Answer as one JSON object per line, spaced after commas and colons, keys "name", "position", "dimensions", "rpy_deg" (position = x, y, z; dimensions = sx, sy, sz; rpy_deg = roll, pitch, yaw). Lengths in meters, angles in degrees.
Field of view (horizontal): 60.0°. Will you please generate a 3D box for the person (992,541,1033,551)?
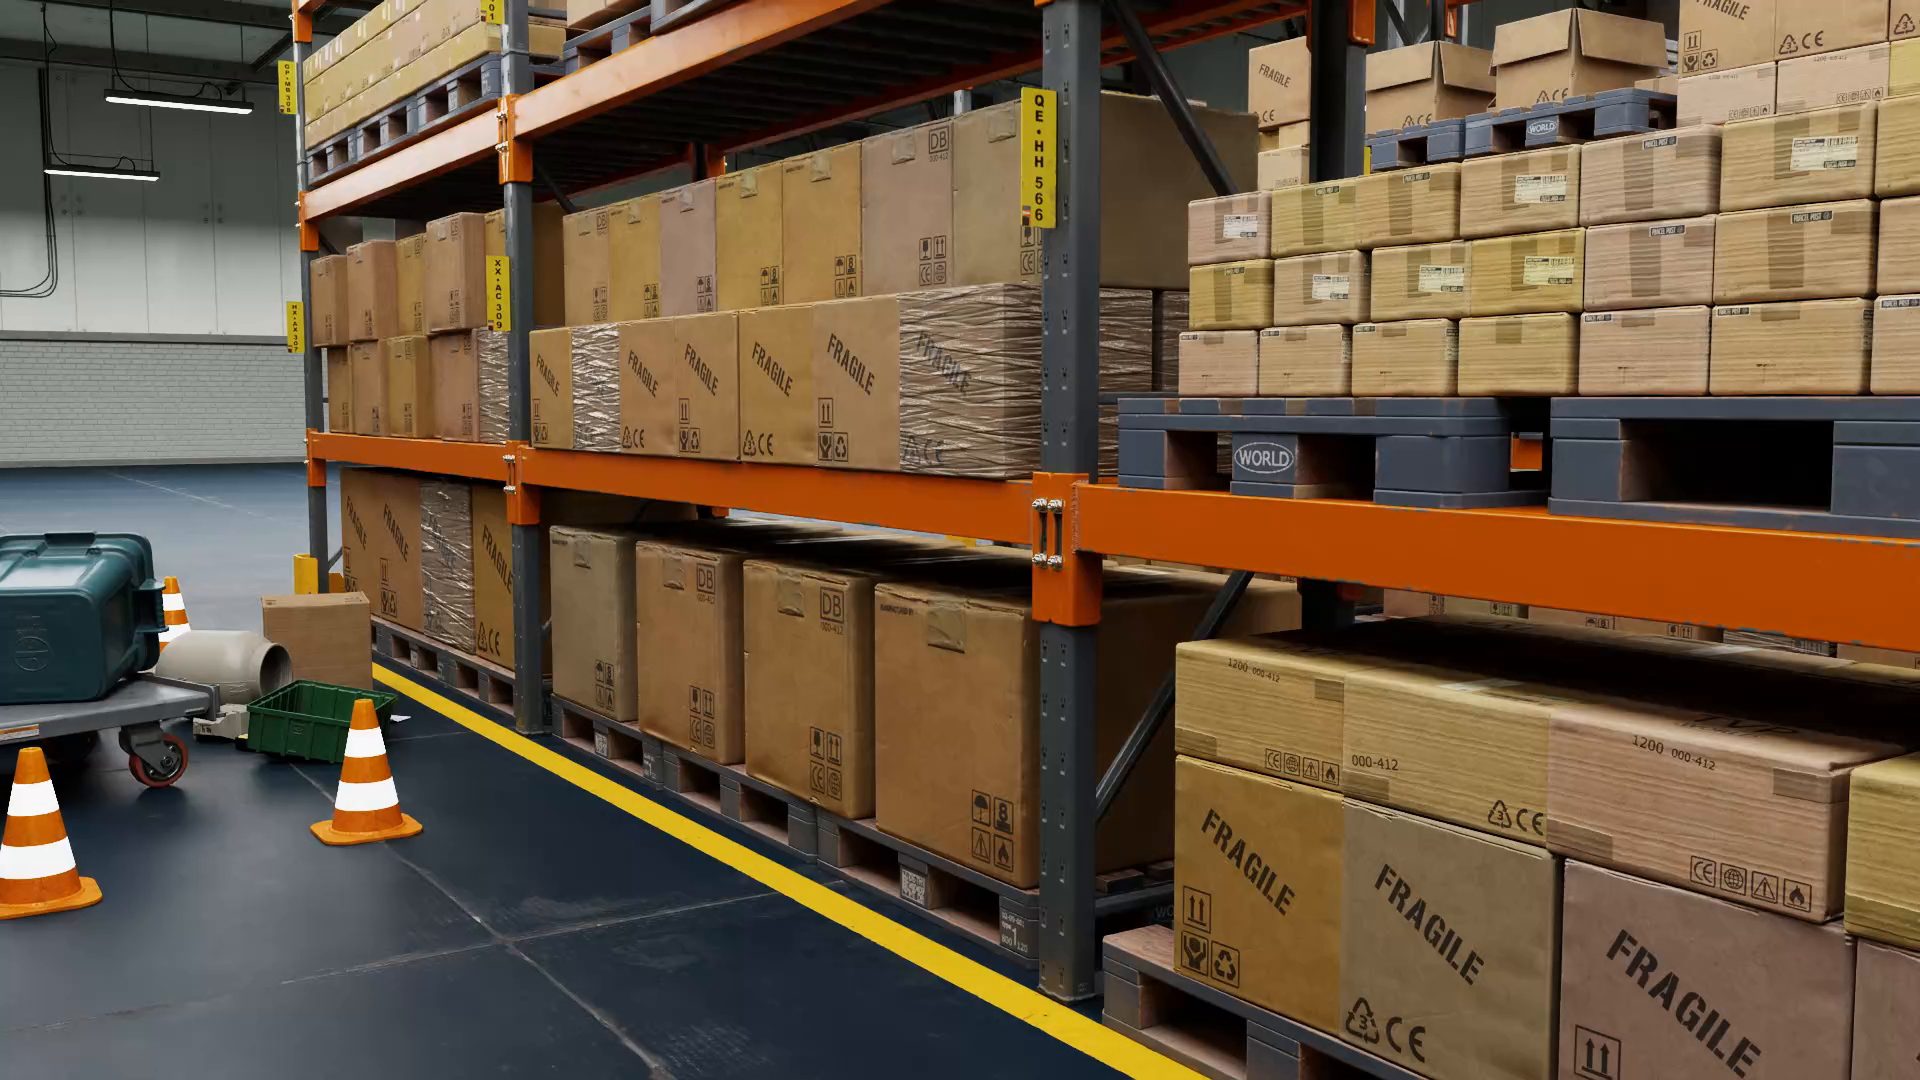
{"name": "person", "position": [0.330, -0.155, 9.898], "dimensions": [0.370, 1.666, 0.545], "rpy_deg": [-4, 6, -36]}
